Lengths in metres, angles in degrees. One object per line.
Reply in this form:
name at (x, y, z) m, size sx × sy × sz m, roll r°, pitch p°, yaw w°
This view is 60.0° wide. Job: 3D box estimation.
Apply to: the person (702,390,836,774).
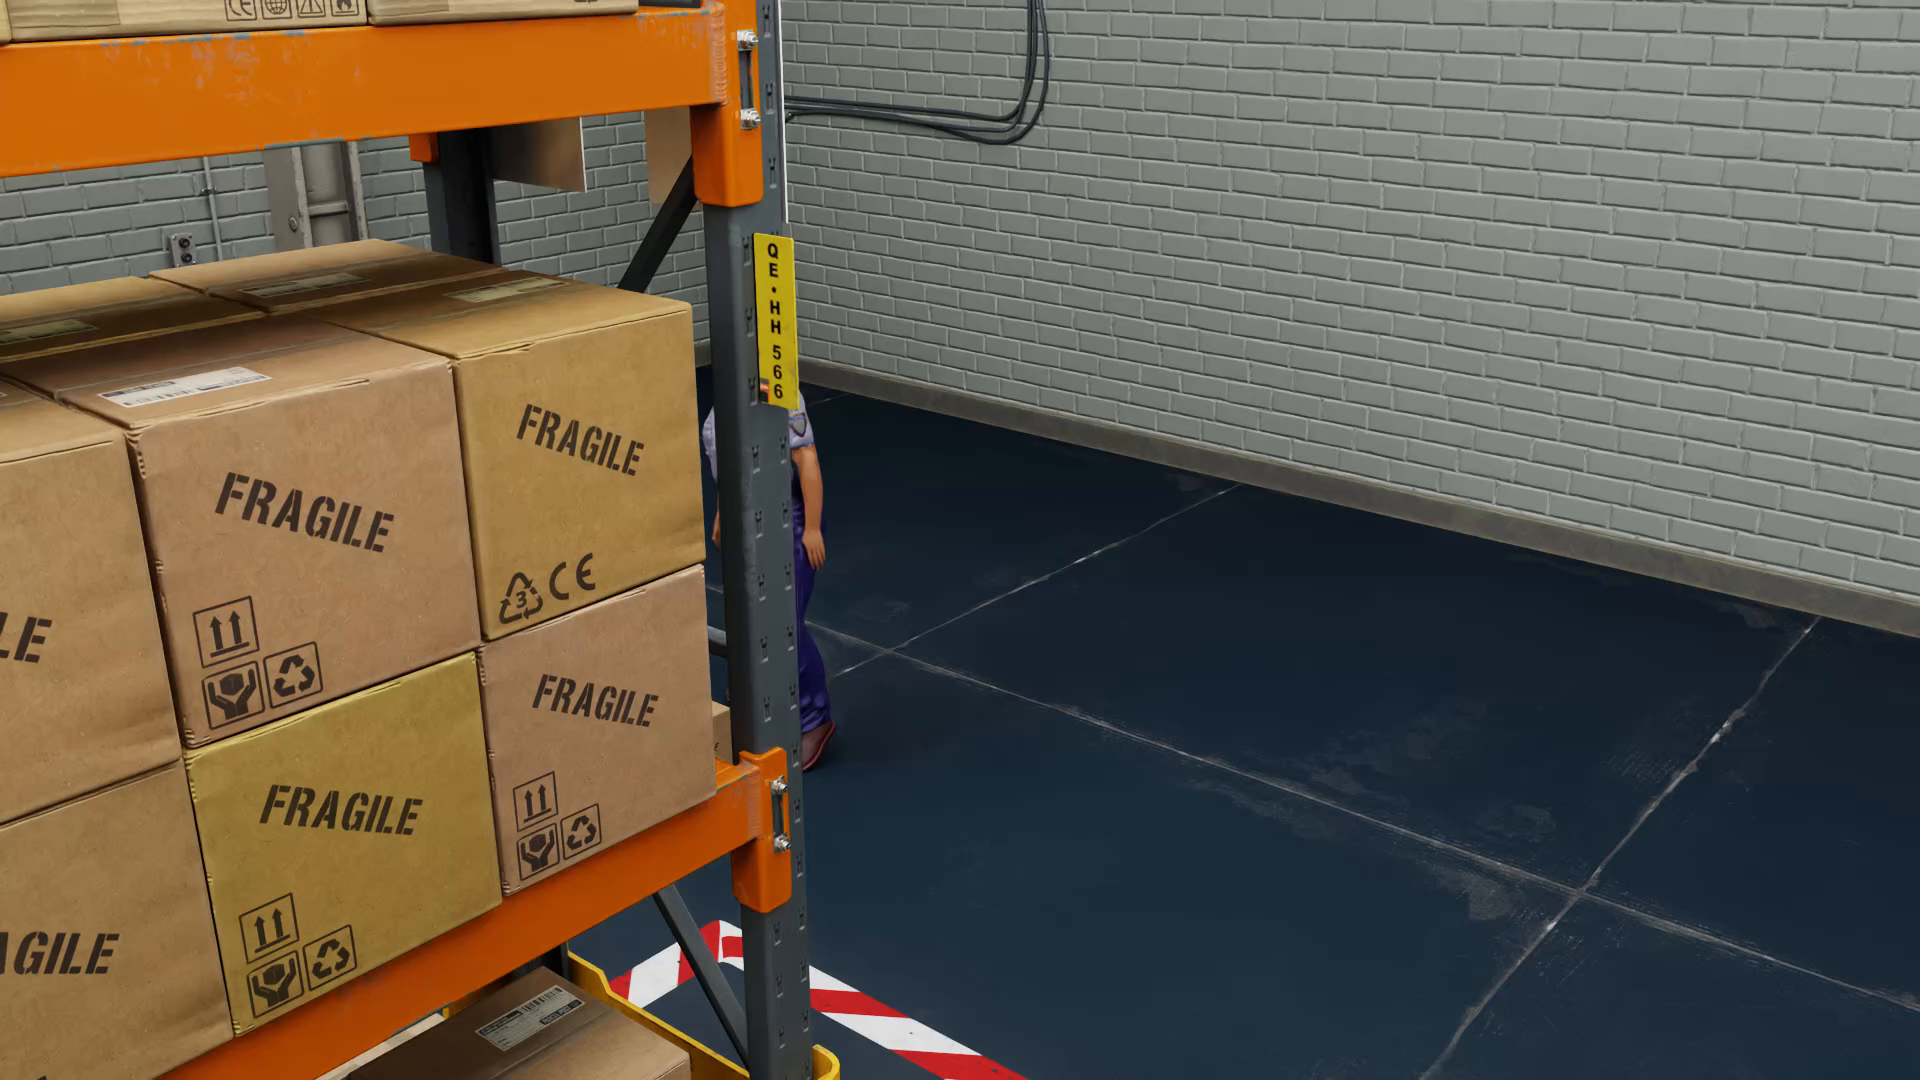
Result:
person at (-0.692, -0.020, 6.182) m, size 0.389 × 1.661 × 0.718 m, roll -12°, pitch 24°, yaw -30°
